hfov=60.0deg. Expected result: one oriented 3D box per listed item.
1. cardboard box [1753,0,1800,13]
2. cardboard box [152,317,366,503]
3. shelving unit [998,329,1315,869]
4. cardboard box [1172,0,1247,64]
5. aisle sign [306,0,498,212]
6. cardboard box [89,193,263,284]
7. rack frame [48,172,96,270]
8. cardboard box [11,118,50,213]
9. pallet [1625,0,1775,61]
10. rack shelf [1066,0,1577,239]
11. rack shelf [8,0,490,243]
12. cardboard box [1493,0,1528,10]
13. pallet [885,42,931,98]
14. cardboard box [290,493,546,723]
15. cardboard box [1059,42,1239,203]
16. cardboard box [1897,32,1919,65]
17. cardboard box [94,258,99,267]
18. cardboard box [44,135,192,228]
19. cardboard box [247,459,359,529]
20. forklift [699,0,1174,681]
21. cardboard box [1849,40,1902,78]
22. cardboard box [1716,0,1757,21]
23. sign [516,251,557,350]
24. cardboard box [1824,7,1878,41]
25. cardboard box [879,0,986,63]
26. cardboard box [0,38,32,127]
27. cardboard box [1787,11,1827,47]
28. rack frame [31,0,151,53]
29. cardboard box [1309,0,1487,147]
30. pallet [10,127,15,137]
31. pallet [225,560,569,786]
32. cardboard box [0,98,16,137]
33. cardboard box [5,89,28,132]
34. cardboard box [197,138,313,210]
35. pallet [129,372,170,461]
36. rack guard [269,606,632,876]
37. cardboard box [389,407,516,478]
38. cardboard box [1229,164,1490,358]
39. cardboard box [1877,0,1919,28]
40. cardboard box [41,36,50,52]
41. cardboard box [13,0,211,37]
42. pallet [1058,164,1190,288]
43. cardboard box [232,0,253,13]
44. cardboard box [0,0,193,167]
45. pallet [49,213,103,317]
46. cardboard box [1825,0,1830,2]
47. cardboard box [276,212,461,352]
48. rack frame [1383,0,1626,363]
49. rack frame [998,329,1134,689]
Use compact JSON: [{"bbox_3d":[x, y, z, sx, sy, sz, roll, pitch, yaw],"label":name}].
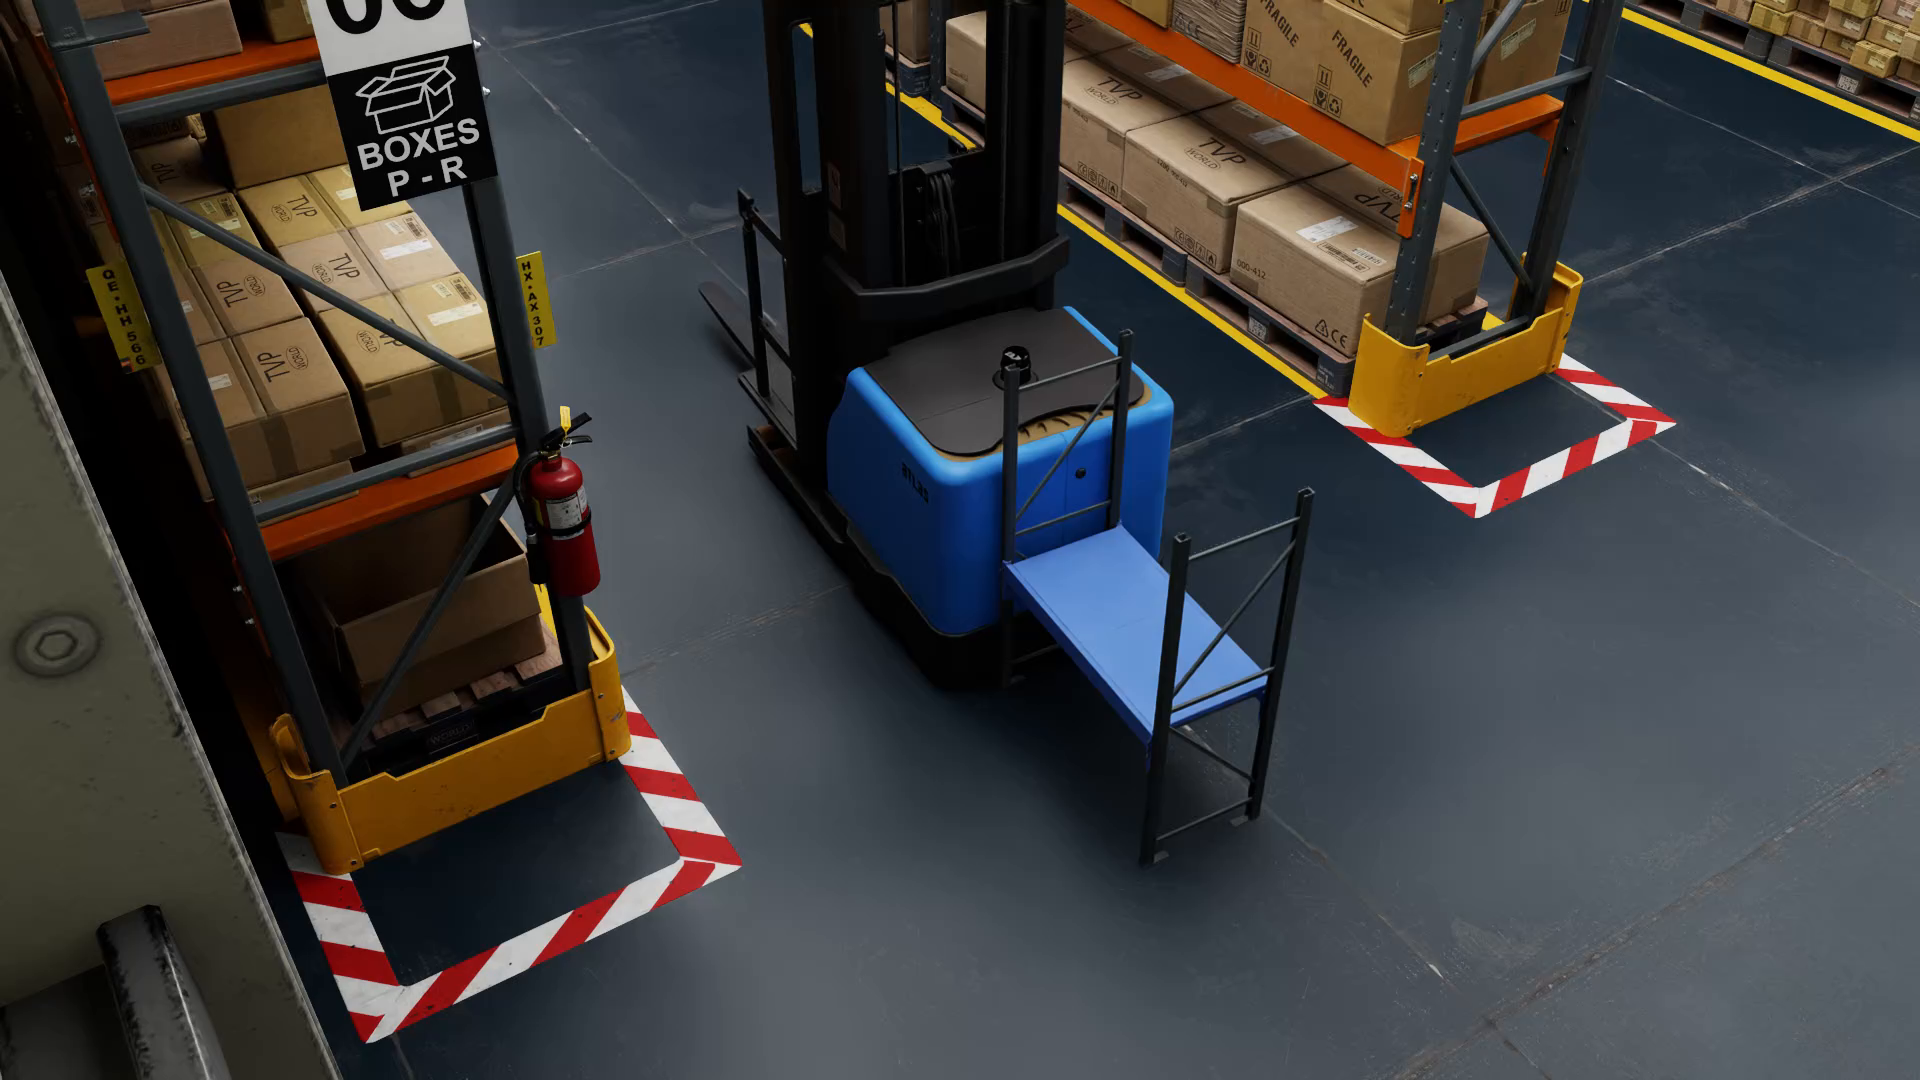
[{"bbox_3d":[5.441,-3.602,10.896,0.380,0.149,0.250,-22,44,-24],"label":"cardboard box"},{"bbox_3d":[-2.238,-0.425,5.301,0.500,0.250,0.500,-21,44,-23],"label":"cardboard box"},{"bbox_3d":[0.618,0.212,5.824,0.538,1.500,1.048,-19,43,-21],"label":"shelving unit"},{"bbox_3d":[1.392,-2.680,8.044,0.500,0.500,0.500,-21,44,-23],"label":"cardboard box"},{"bbox_3d":[-1.483,-1.274,4.405,0.394,0.787,0.004,-22,45,-24],"label":"aisle sign"},{"bbox_3d":[-2.777,-0.972,5.958,0.500,0.250,0.500,-21,44,-23],"label":"cardboard box"},{"bbox_3d":[-3.918,-2.370,7.751,1.000,3.000,0.127,-22,45,-24],"label":"rack frame"},{"bbox_3d":[-4.691,-2.005,8.938,0.500,0.500,0.500,-24,45,-26],"label":"cardboard box"},{"bbox_3d":[5.436,-3.758,11.595,1.003,0.211,1.213,-22,45,-24],"label":"pallet"},{"bbox_3d":[1.341,-2.725,8.739,1.077,0.370,4.000,-22,45,-24],"label":"rack shelf"},{"bbox_3d":[-2.842,-2.166,5.726,1.077,0.370,4.000,-22,45,-24],"label":"rack shelf"},{"bbox_3d":[2.398,-2.701,7.289,0.500,0.500,0.500,-23,45,-25],"label":"cardboard box"},{"bbox_3d":[-0.213,-3.400,11.165,1.003,0.211,1.213,-22,45,-24],"label":"pallet"},{"bbox_3d":[-2.016,0.224,6.260,0.797,0.503,0.637,-24,45,-26],"label":"cardboard box"},{"bbox_3d":[0.994,-2.399,9.459,0.875,0.438,0.875,-24,45,-26],"label":"cardboard box"},{"bbox_3d":[6.011,-3.047,10.230,0.380,0.149,0.250,-23,45,-25],"label":"cardboard box"},{"bbox_3d":[-3.043,-1.015,6.321,0.380,0.149,0.250,-22,45,-25],"label":"cardboard box"},{"bbox_3d":[-3.328,-1.519,6.614,0.500,0.250,0.500,-21,44,-23],"label":"cardboard box"},{"bbox_3d":[-2.171,-0.201,5.344,0.380,0.149,0.250,-23,45,-25],"label":"cardboard box"},{"bbox_3d":[-0.320,-1.507,6.769,1.130,2.935,3.031,-19,43,-21],"label":"forklift"},{"bbox_3d":[5.853,-3.062,10.481,0.380,0.149,0.250,-21,44,-23],"label":"cardboard box"},{"bbox_3d":[5.320,-3.634,11.167,0.380,0.149,0.250,-21,44,-24],"label":"cardboard box"},{"bbox_3d":[-1.310,-0.730,5.107,0.100,0.325,0.005,-22,45,-24],"label":"sign"},{"bbox_3d":[5.730,-3.327,10.566,0.380,0.149,0.250,-24,45,-26],"label":"cardboard box"},{"bbox_3d":[-0.136,-3.733,10.718,0.875,0.875,0.875,-21,44,-23],"label":"cardboard box"},{"bbox_3d":[-3.879,-2.066,7.271,0.500,0.250,0.500,-23,45,-25],"label":"cardboard box"},{"bbox_3d":[5.640,-3.363,10.842,0.380,0.149,0.250,-22,44,-24],"label":"cardboard box"},{"bbox_3d":[-1.767,-2.516,3.240,1.000,3.000,0.127,-22,45,-24],"label":"rack frame"},{"bbox_3d":[1.934,-2.129,7.384,0.500,0.500,0.500,-22,45,-24],"label":"cardboard box"},{"bbox_3d":[-5.699,-3.042,10.735,1.003,0.211,1.213,-22,45,-24],"label":"pallet"},{"bbox_3d":[-2.237,0.389,6.618,1.003,0.211,1.213,-22,45,-24],"label":"pallet"},{"bbox_3d":[-5.259,-2.575,9.622,0.500,0.500,0.500,-24,45,-26],"label":"cardboard box"},{"bbox_3d":[-4.803,-2.317,8.805,0.380,0.149,0.250,-24,46,-26],"label":"cardboard box"},{"bbox_3d":[-2.623,-1.418,6.494,0.500,0.250,0.500,-23,45,-25],"label":"cardboard box"},{"bbox_3d":[-3.549,-0.928,8.198,1.003,0.211,1.213,-22,45,-24],"label":"pallet"},{"bbox_3d":[-1.808,0.708,6.009,1.175,0.500,0.348,-22,45,-24],"label":"rack guard"},{"bbox_3d":[-1.712,-0.386,5.567,0.380,0.149,0.250,-23,45,-25],"label":"cardboard box"},{"bbox_3d":[1.977,-1.420,8.285,0.875,0.438,0.875,-24,45,-26],"label":"cardboard box"},{"bbox_3d":[5.950,-3.329,10.336,0.380,0.149,0.250,-21,44,-24],"label":"cardboard box"},{"bbox_3d":[-2.328,-1.481,4.538,0.380,0.149,0.250,-21,44,-24],"label":"cardboard box"},{"bbox_3d":[-2.236,-1.566,4.328,0.500,0.250,0.500,-23,45,-25],"label":"cardboard box"},{"bbox_3d":[1.268,-1.913,9.381,1.003,0.211,1.213,-22,45,-24],"label":"pallet"},{"bbox_3d":[-1.905,-1.651,4.742,0.380,0.149,0.250,-21,44,-24],"label":"cardboard box"},{"bbox_3d":[-3.341,-1.819,6.389,0.500,0.500,0.500,-23,45,-26],"label":"cardboard box"},{"bbox_3d":[-4.387,-1.725,9.155,1.003,0.211,1.213,-22,45,-24],"label":"pallet"},{"bbox_3d":[5.618,-3.586,10.645,0.380,0.149,0.250,-24,45,-26],"label":"cardboard box"},{"bbox_3d":[-2.055,-0.877,5.844,0.500,0.250,0.500,-22,44,-24],"label":"cardboard box"},{"bbox_3d":[2.416,-1.922,7.213,1.000,3.000,0.127,-22,45,-24],"label":"rack frame"},{"bbox_3d":[0.377,-0.074,6.168,0.500,1.500,0.032,-19,43,-21],"label":"rack frame"}]
